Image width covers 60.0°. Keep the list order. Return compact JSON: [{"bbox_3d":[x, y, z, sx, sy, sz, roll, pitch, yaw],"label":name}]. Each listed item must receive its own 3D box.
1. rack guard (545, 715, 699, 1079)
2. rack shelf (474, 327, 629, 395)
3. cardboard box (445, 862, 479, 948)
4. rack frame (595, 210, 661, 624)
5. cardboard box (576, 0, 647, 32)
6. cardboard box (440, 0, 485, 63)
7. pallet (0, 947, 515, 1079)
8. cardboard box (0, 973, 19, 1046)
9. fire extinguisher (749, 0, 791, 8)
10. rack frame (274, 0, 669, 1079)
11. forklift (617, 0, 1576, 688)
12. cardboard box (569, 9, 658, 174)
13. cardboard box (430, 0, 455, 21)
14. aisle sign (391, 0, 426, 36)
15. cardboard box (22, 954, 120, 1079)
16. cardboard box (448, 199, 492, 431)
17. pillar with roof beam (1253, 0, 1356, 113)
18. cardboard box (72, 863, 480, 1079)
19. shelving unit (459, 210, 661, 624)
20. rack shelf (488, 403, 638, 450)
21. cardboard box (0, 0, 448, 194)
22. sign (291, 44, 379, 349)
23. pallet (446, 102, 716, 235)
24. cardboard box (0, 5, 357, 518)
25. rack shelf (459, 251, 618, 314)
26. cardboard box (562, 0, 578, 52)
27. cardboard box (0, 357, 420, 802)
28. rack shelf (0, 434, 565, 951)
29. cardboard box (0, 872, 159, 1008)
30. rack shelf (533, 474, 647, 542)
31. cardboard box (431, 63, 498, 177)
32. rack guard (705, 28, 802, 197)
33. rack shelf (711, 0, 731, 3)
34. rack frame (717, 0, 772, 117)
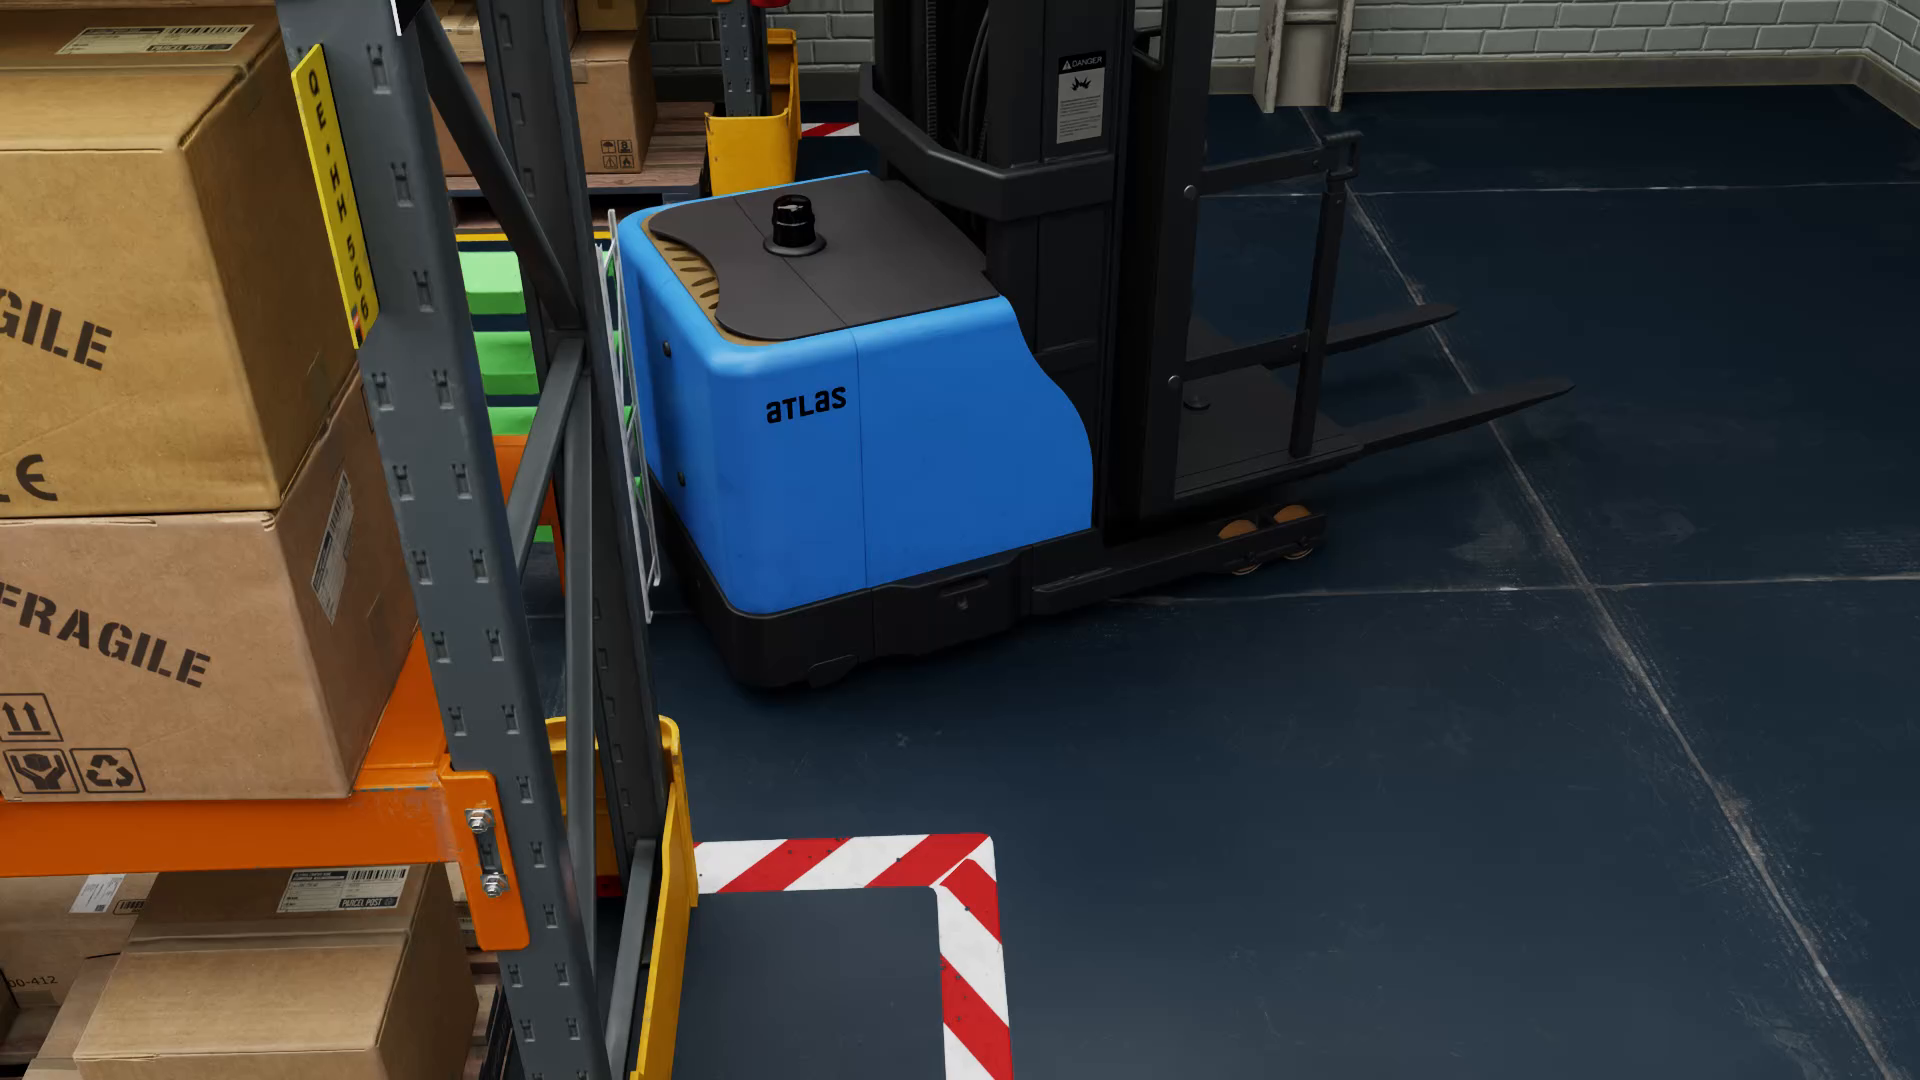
[{"bbox_3d":[-0.781,0.939,3.454,0.348,0.500,1.175,-2,35,-2],"label":"rack guard"},{"bbox_3d":[-1.164,-0.457,4.546,0.480,0.148,0.258,-1,35,-1],"label":"rack shelf"},{"bbox_3d":[-1.140,0.717,3.697,0.250,0.149,0.380,-2,35,-2],"label":"cardboard box"},{"bbox_3d":[-0.920,-0.314,4.650,0.015,1.200,0.240,-1,35,-1],"label":"rack frame"},{"bbox_3d":[-1.522,-2.359,7.281,0.250,0.149,0.380,-1,35,-2],"label":"cardboard box"},{"bbox_3d":[-2.013,-2.128,6.946,0.250,0.149,0.380,-1,35,-1],"label":"cardboard box"},{"bbox_3d":[-1.577,1.080,3.504,1.213,0.211,1.003,-2,35,-2],"label":"pallet"},{"bbox_3d":[-2.187,1.022,3.167,0.500,0.250,0.500,-2,35,-2],"label":"cardboard box"},{"bbox_3d":[-0.771,-2.463,6.569,0.183,0.674,0.296,-2,35,-2],"label":"fire extinguisher"},{"bbox_3d":[-0.705,-0.091,2.745,0.127,3.000,1.000,-2,35,-2],"label":"rack frame"},{"bbox_3d":[0.570,-1.356,4.634,3.031,2.935,1.130,-15,37,-20],"label":"forklift"},{"bbox_3d":[-1.638,-1.976,7.296,0.500,0.500,0.700,-2,35,-2],"label":"cardboard box"},{"bbox_3d":[-2.278,-2.339,7.251,0.250,0.149,0.380,-1,35,-2],"label":"cardboard box"},{"bbox_3d":[-0.622,-0.987,1.756,0.004,0.787,0.394,-2,35,-2],"label":"aisle sign"},{"bbox_3d":[-1.645,1.008,3.261,0.250,0.166,0.380,-2,35,-2],"label":"cardboard box"},{"bbox_3d":[-1.161,-0.270,2.916,0.500,0.500,0.500,-1,35,-1],"label":"cardboard box"},{"bbox_3d":[1.917,-3.491,2.386,0.400,9.000,9.100,-2,35,-2],"label":"pillar with roof beam"},{"bbox_3d":[-1.236,0.911,3.108,0.500,0.500,0.500,-2,35,-2],"label":"cardboard box"},{"bbox_3d":[-1.164,-0.312,4.646,0.503,1.200,0.258,-1,35,-1],"label":"shelving unit"},{"bbox_3d":[-1.164,-0.259,4.683,0.480,0.148,0.258,-1,35,-1],"label":"rack shelf"},{"bbox_3d":[-1.161,-0.681,2.632,0.500,0.500,0.500,-1,35,-1],"label":"cardboard box"},{"bbox_3d":[-0.699,-0.381,1.869,0.005,0.325,0.100,-2,35,-2],"label":"sign"},{"bbox_3d":[-1.738,-1.694,7.512,1.213,0.211,1.003,-2,35,-2],"label":"pallet"},{"bbox_3d":[-1.137,-0.375,2.189,0.500,0.500,0.500,-2,35,-3],"label":"cardboard box"},{"bbox_3d":[-1.164,-0.654,4.409,0.480,0.148,0.258,-1,35,-1],"label":"rack shelf"},{"bbox_3d":[-1.757,-2.135,6.957,0.250,0.149,0.380,-2,35,-3],"label":"cardboard box"},{"bbox_3d":[-1.140,0.035,2.476,0.500,0.500,0.500,-1,35,-1],"label":"cardboard box"},{"bbox_3d":[-2.703,0.259,2.872,4.000,0.370,1.077,-2,35,-2],"label":"rack shelf"},{"bbox_3d":[-1.761,0.726,3.595,0.500,0.250,0.500,-2,35,-2],"label":"cardboard box"},{"bbox_3d":[-1.164,-0.062,4.819,0.480,0.148,0.258,-1,35,-1],"label":"rack shelf"},{"bbox_3d":[-2.138,-1.962,7.277,0.500,0.500,0.700,-2,35,-2],"label":"cardboard box"},{"bbox_3d":[-0.919,-1.879,7.526,0.348,0.500,1.175,-2,35,-2],"label":"rack guard"},{"bbox_3d":[-2.941,-2.557,6.941,4.000,0.370,1.077,-2,35,-2],"label":"rack shelf"},{"bbox_3d":[-0.943,-2.906,6.814,0.127,3.000,1.000,-2,35,-2],"label":"rack frame"}]
